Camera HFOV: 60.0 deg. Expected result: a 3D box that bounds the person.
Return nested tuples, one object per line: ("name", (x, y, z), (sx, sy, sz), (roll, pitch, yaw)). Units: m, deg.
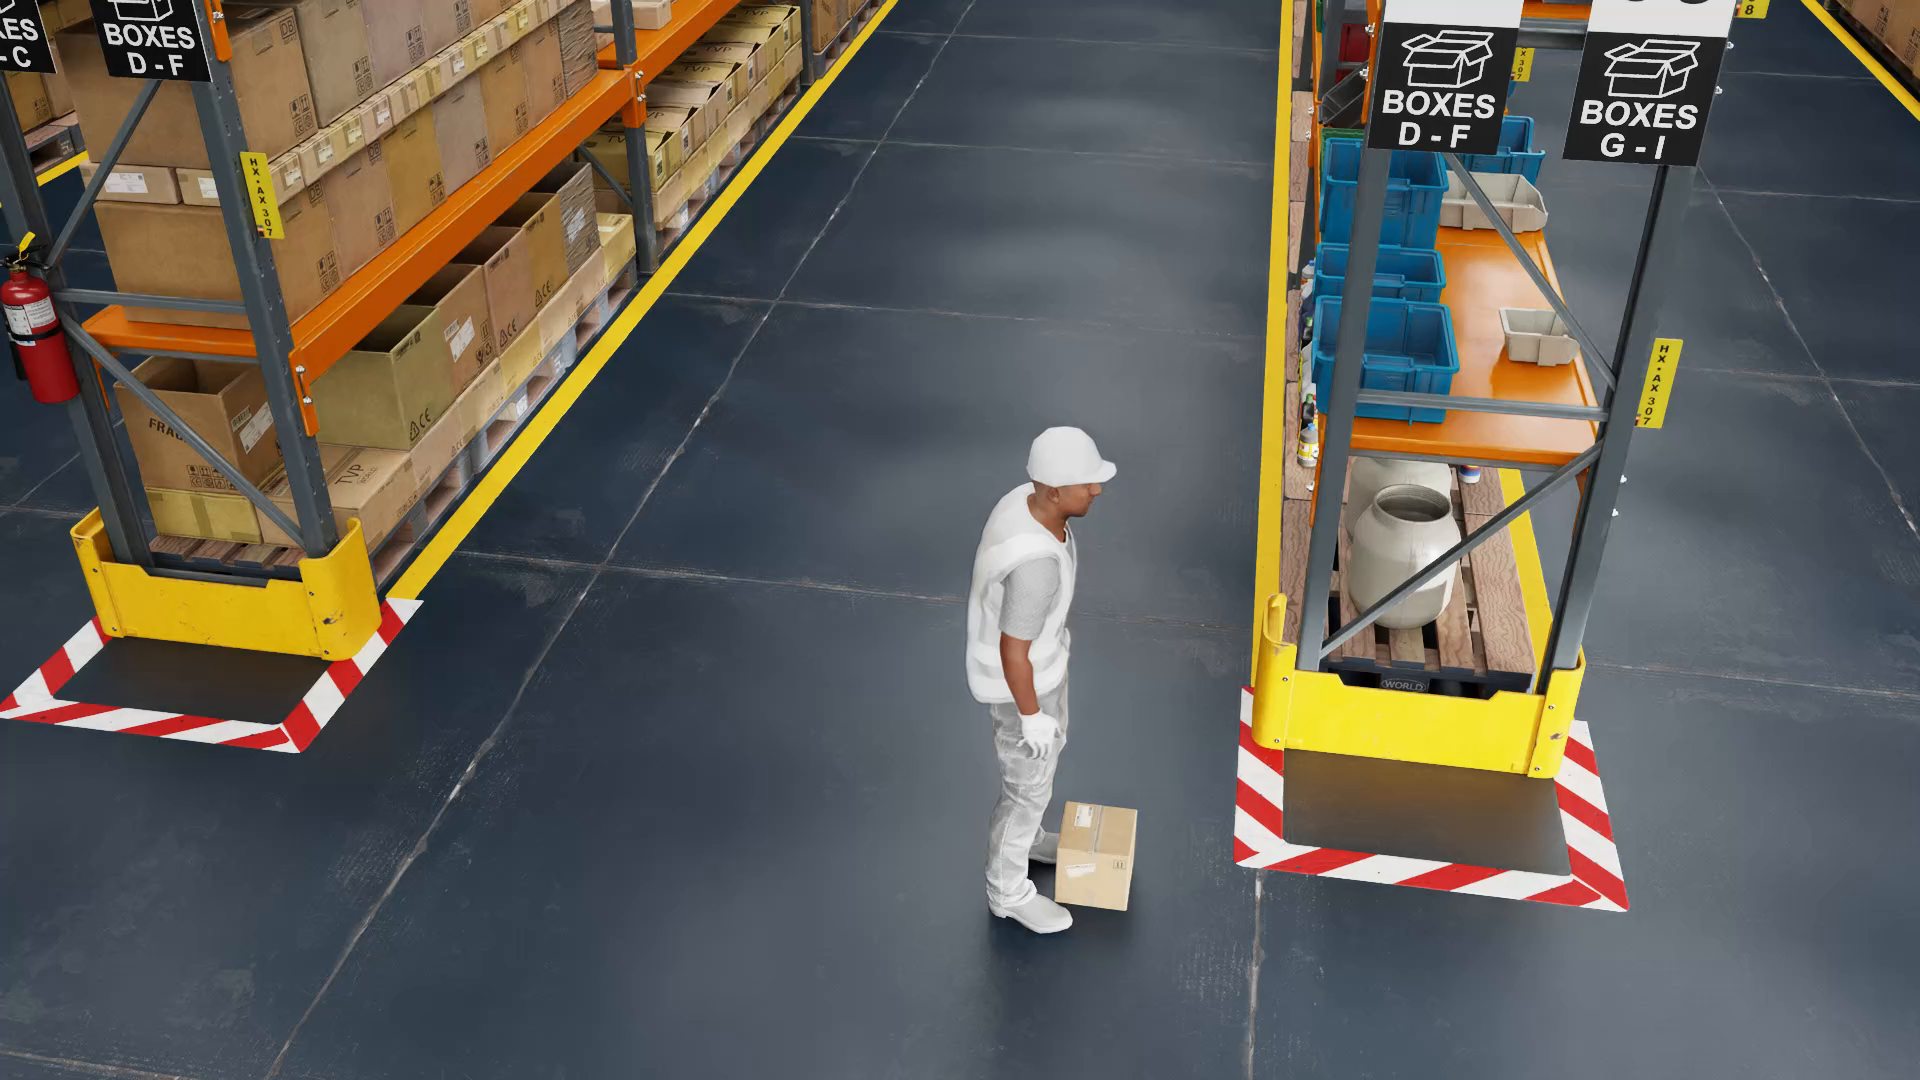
("person", (0.250, 0.431, 5.439), (0.445, 1.775, 0.629), (5, 32, 7))
